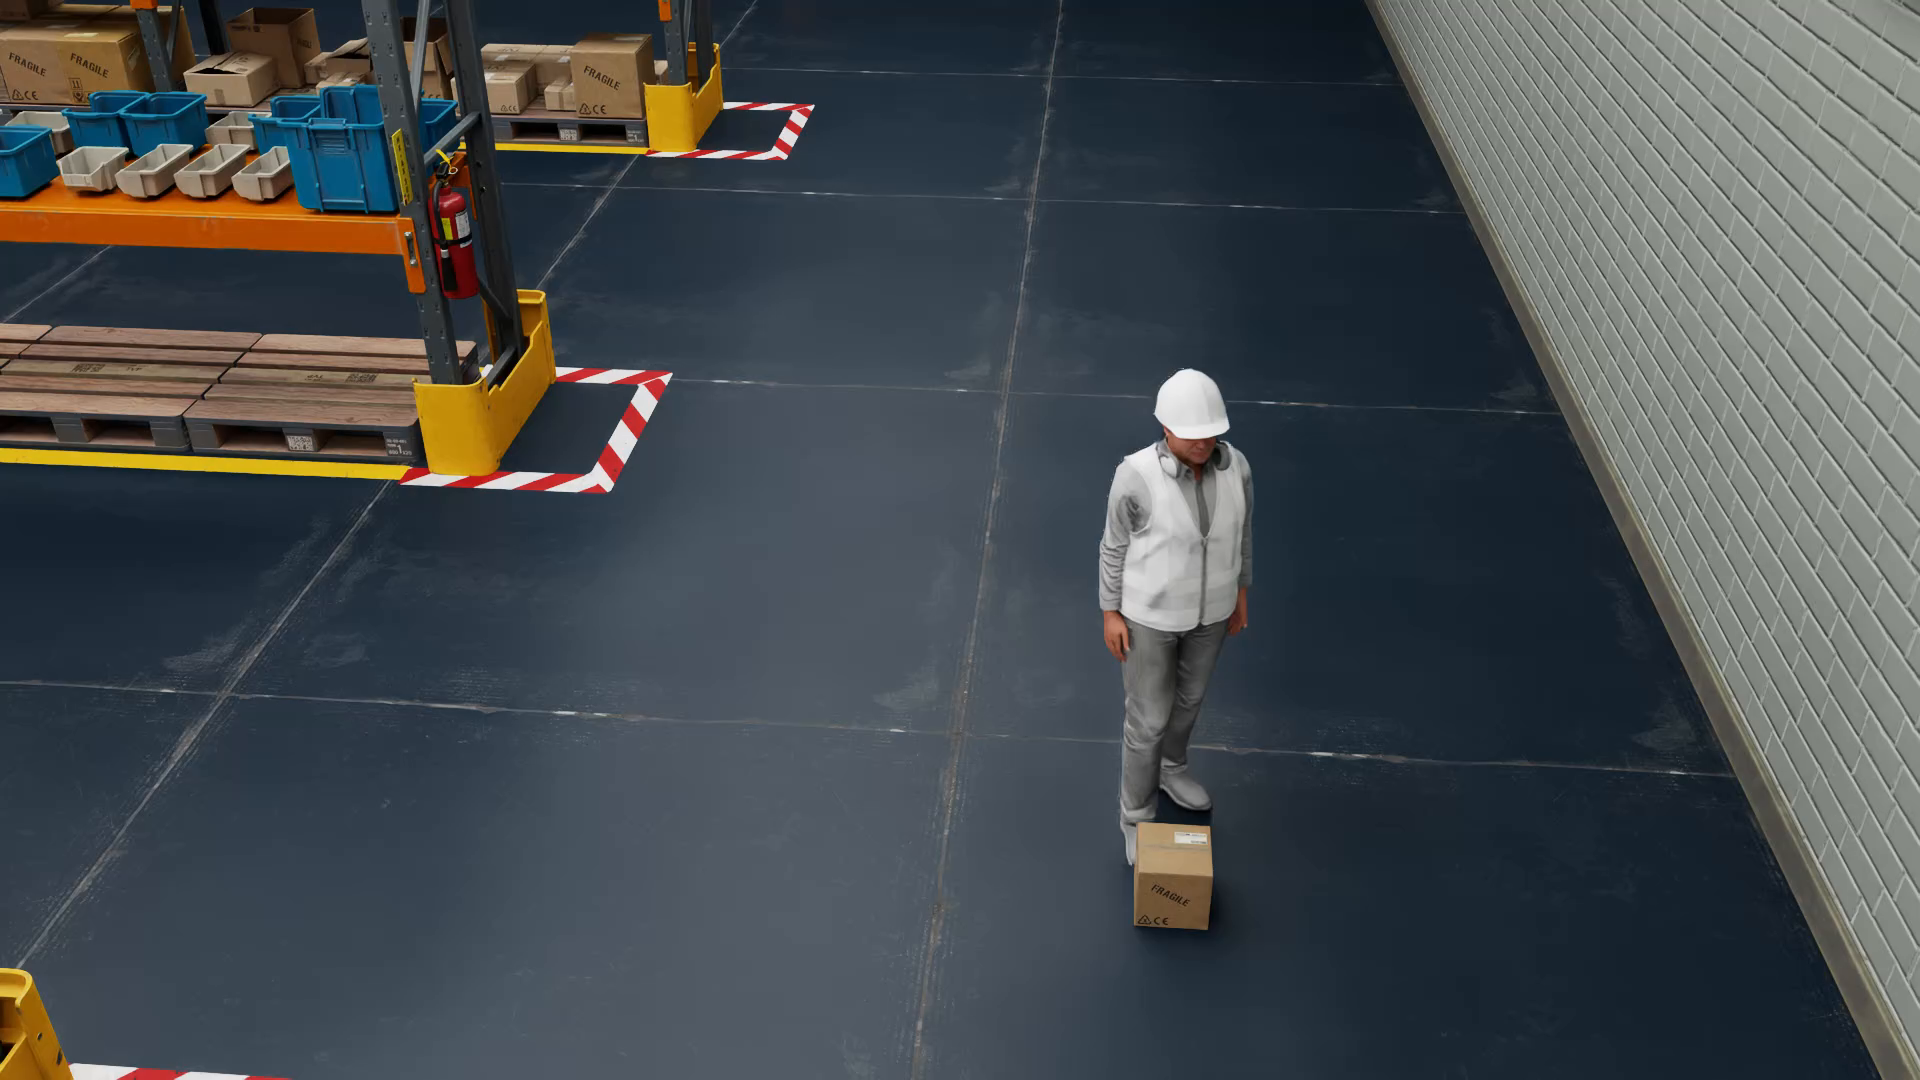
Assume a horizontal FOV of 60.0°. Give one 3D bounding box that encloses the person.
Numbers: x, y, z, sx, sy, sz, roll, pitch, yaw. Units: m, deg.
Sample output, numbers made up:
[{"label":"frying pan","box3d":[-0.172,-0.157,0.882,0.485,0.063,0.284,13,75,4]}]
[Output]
[{"label":"person","box3d":[0.786,0.269,5.678,0.571,1.791,0.529,-12,34,-19]}]
